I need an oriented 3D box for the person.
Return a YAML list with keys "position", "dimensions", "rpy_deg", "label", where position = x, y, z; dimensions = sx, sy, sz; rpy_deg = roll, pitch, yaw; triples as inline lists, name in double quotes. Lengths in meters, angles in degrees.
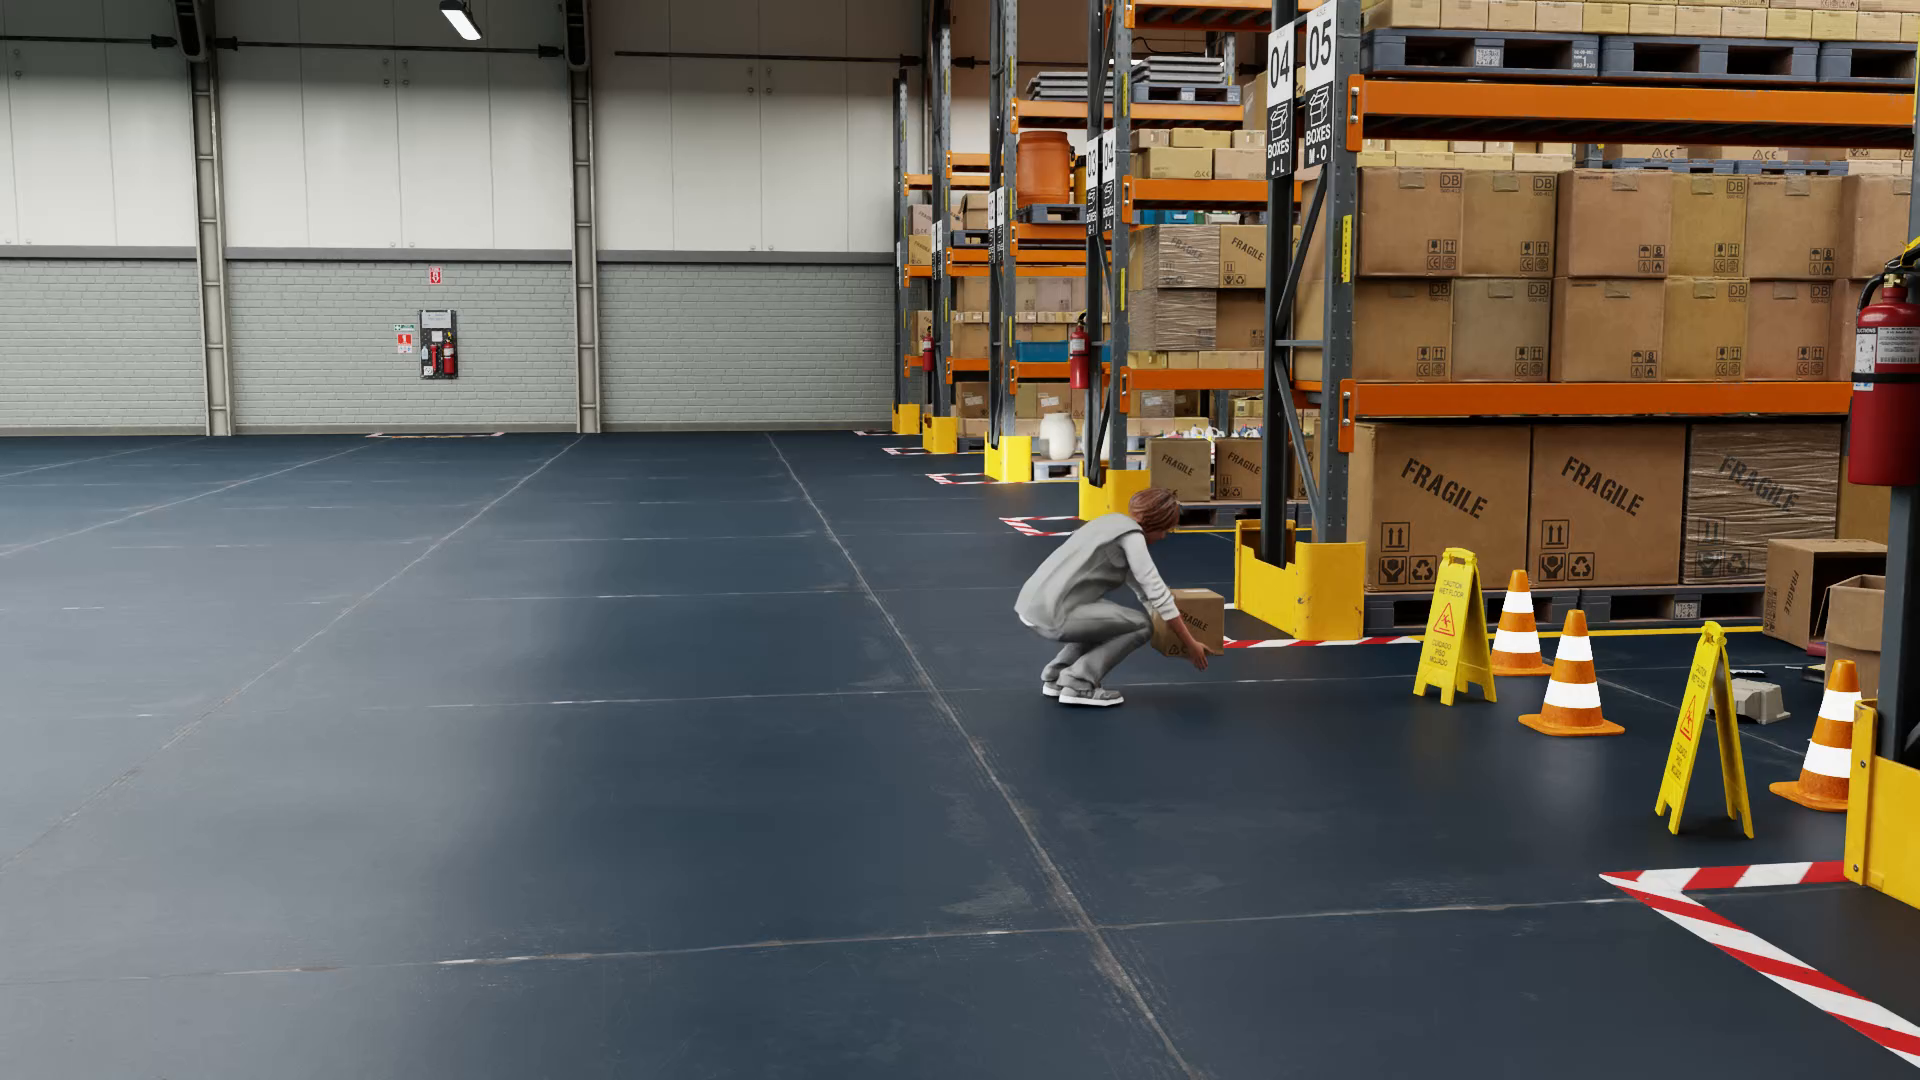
- position: [0.636, 0.244, 7.028]
  dimensions: [0.823, 0.890, 0.428]
  rpy_deg: [-1, 7, -10]
  label: "person"
